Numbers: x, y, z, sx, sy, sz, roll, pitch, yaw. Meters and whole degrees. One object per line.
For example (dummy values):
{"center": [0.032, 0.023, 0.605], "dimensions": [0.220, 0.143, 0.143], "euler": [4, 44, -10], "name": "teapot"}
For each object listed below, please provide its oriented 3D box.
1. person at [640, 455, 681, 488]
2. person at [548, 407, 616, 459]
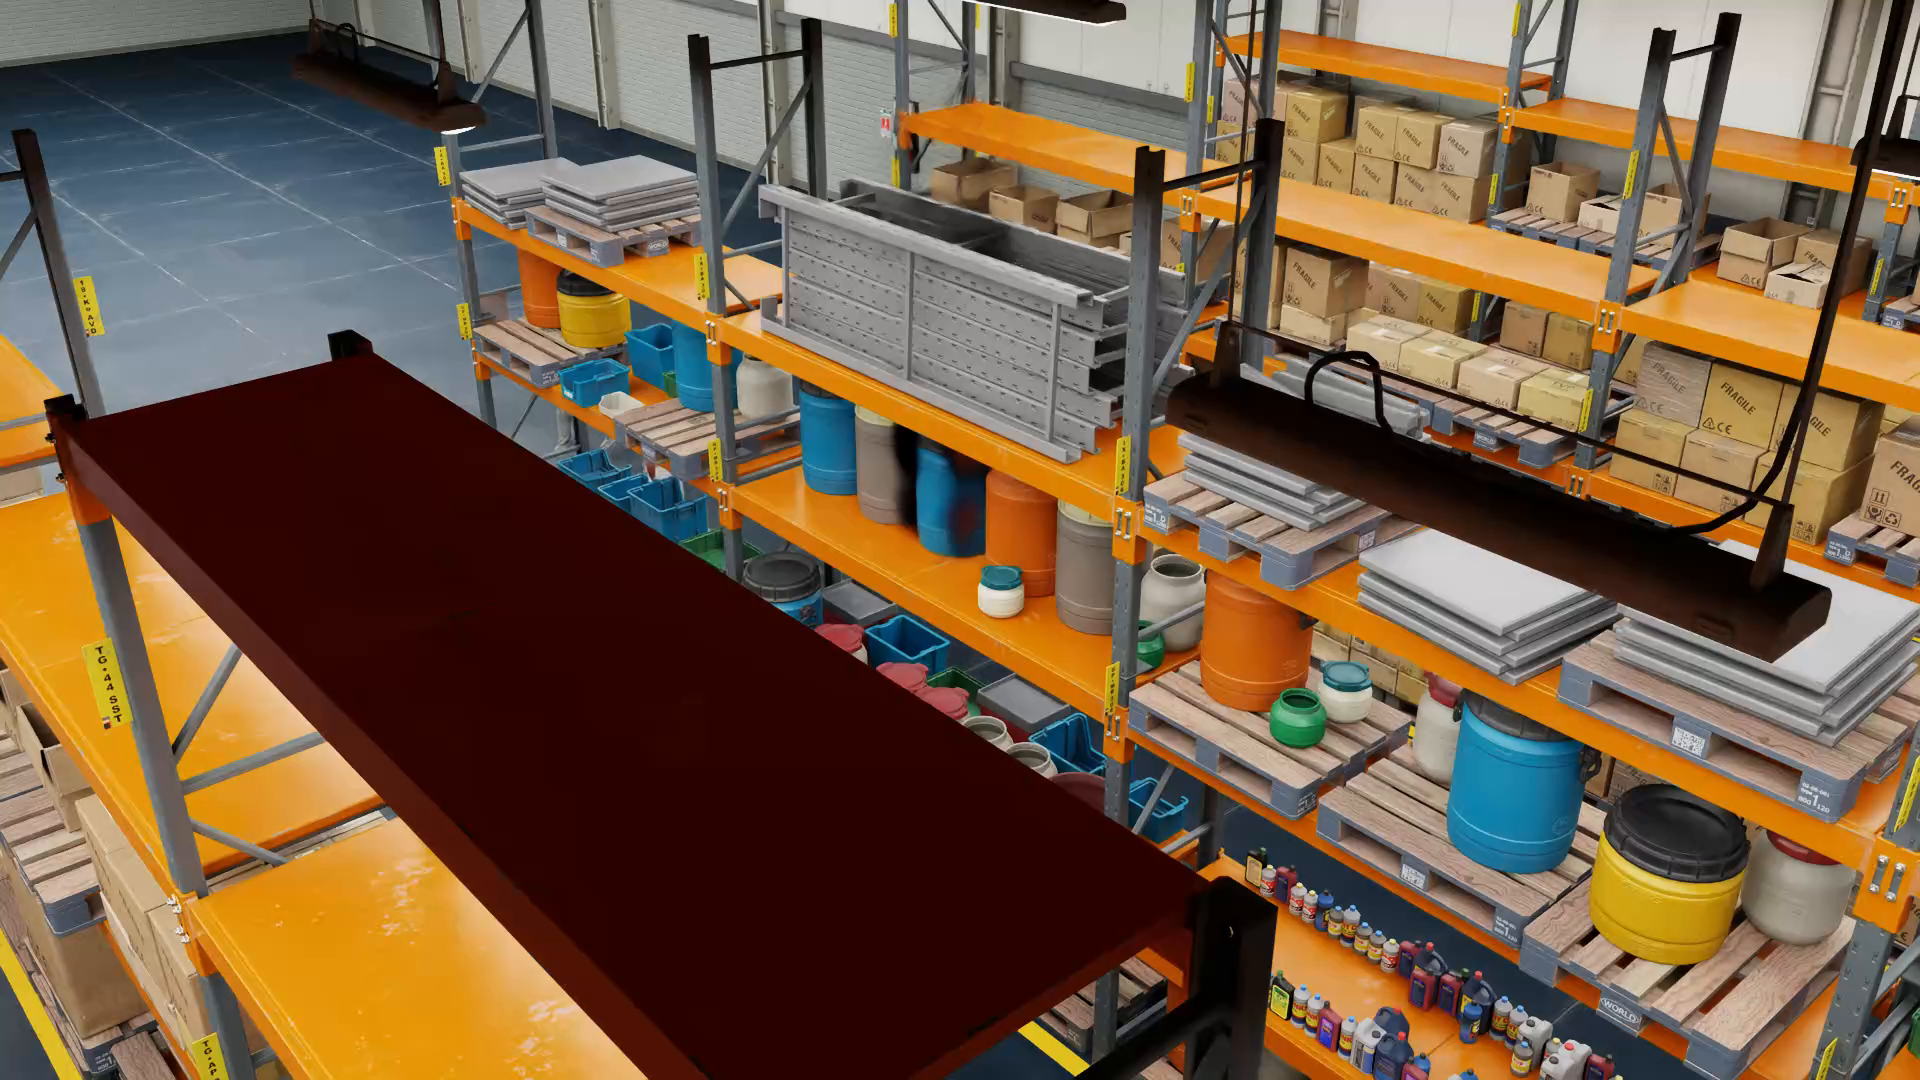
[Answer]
{"center": [-3.036, -0.614, 16.848], "dimensions": [0.800, 1.778, 0.674], "euler": [19, 33, 33], "name": "person"}
{"center": [-4.409, -1.743, 19.135], "dimensions": [0.867, 1.723, 0.596], "euler": [-6, 27, -11], "name": "person"}
